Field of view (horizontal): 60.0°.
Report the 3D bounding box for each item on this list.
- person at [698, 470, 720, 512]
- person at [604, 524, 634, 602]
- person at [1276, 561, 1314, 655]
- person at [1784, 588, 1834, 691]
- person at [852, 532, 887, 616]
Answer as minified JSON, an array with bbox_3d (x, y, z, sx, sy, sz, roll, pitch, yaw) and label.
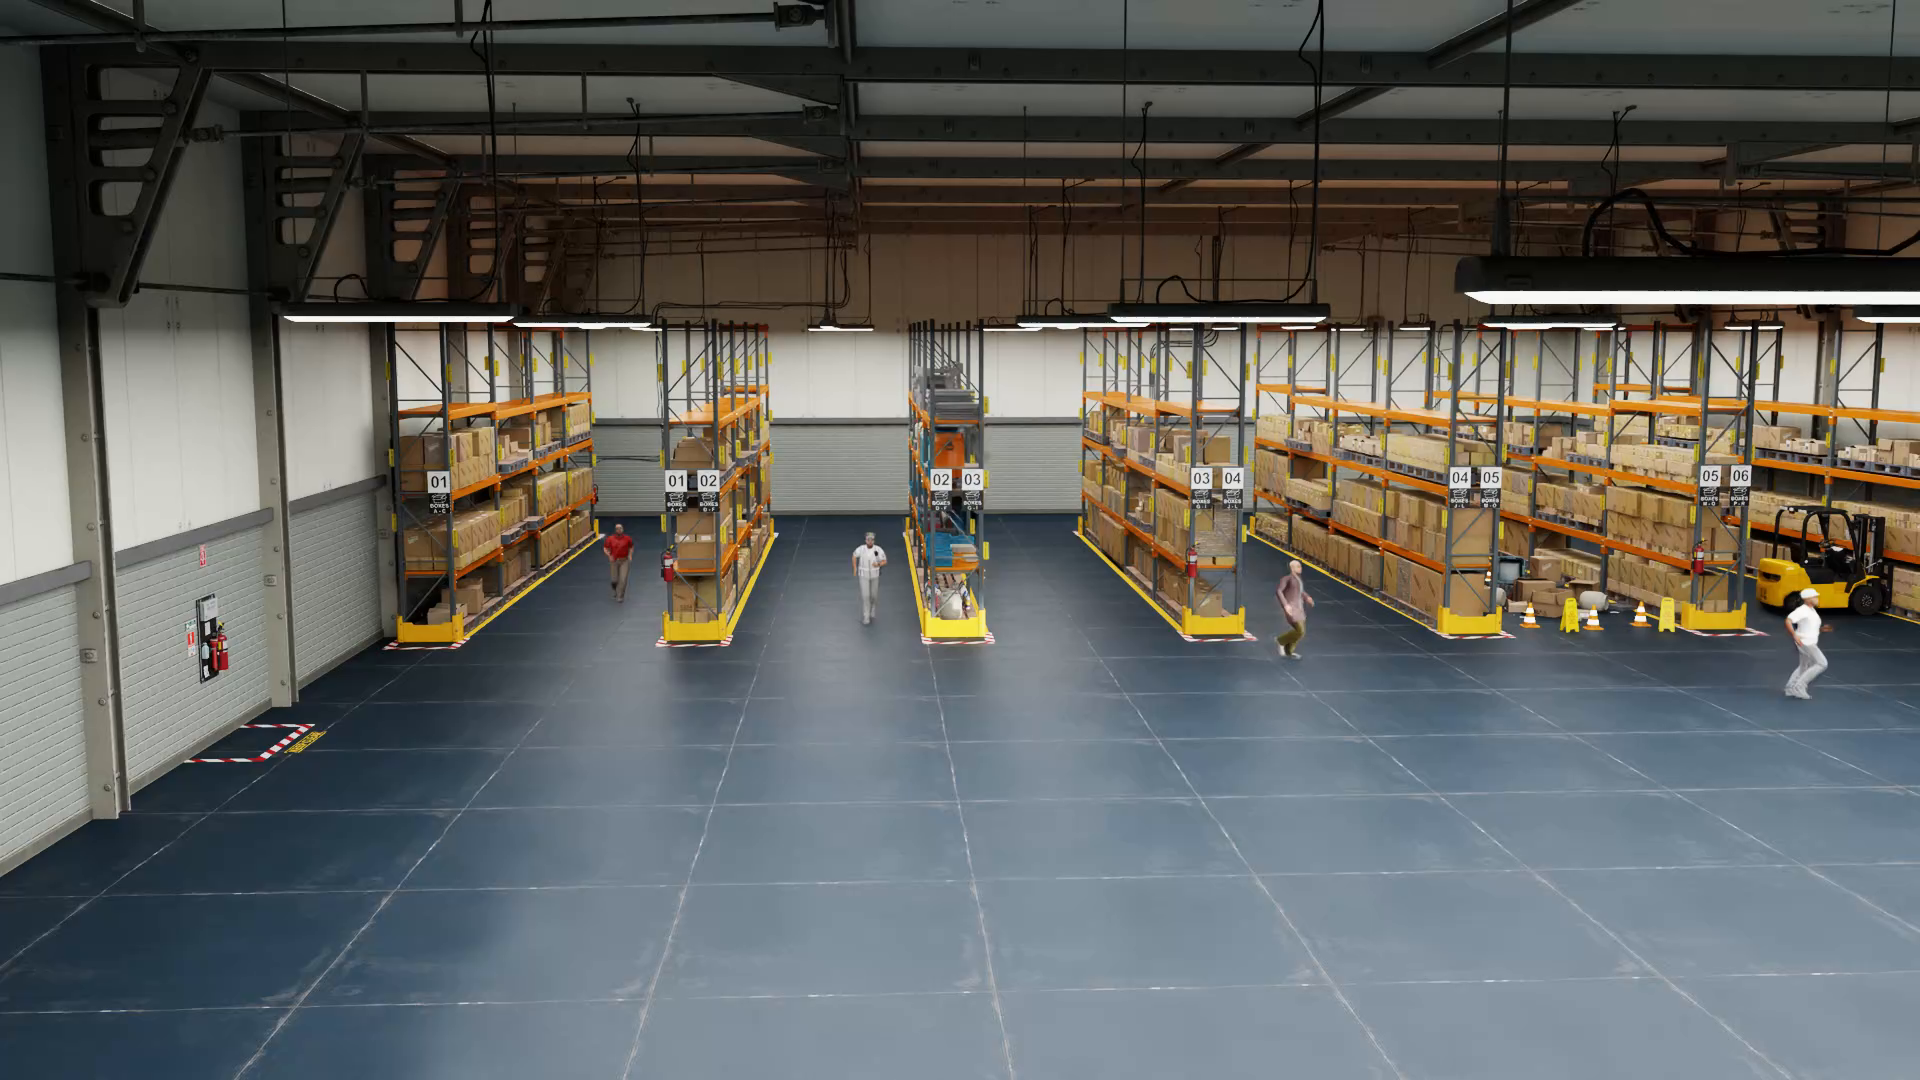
[{"bbox_3d":[6.798,0.788,27.134,13.285,3.188,20.930,-6,9,-38],"label":"person"},{"bbox_3d":[-7.308,0.485,35.687,0.649,1.680,0.595,-2,7,-16],"label":"person"},{"bbox_3d":[5.941,1.198,29.431,0.573,1.679,0.725,5,9,35],"label":"person"},{"bbox_3d":[13.334,1.593,26.108,0.660,1.671,0.692,5,8,33],"label":"person"},{"bbox_3d":[-1.797,0.672,33.205,0.665,1.685,0.711,-1,7,-9],"label":"person"}]
